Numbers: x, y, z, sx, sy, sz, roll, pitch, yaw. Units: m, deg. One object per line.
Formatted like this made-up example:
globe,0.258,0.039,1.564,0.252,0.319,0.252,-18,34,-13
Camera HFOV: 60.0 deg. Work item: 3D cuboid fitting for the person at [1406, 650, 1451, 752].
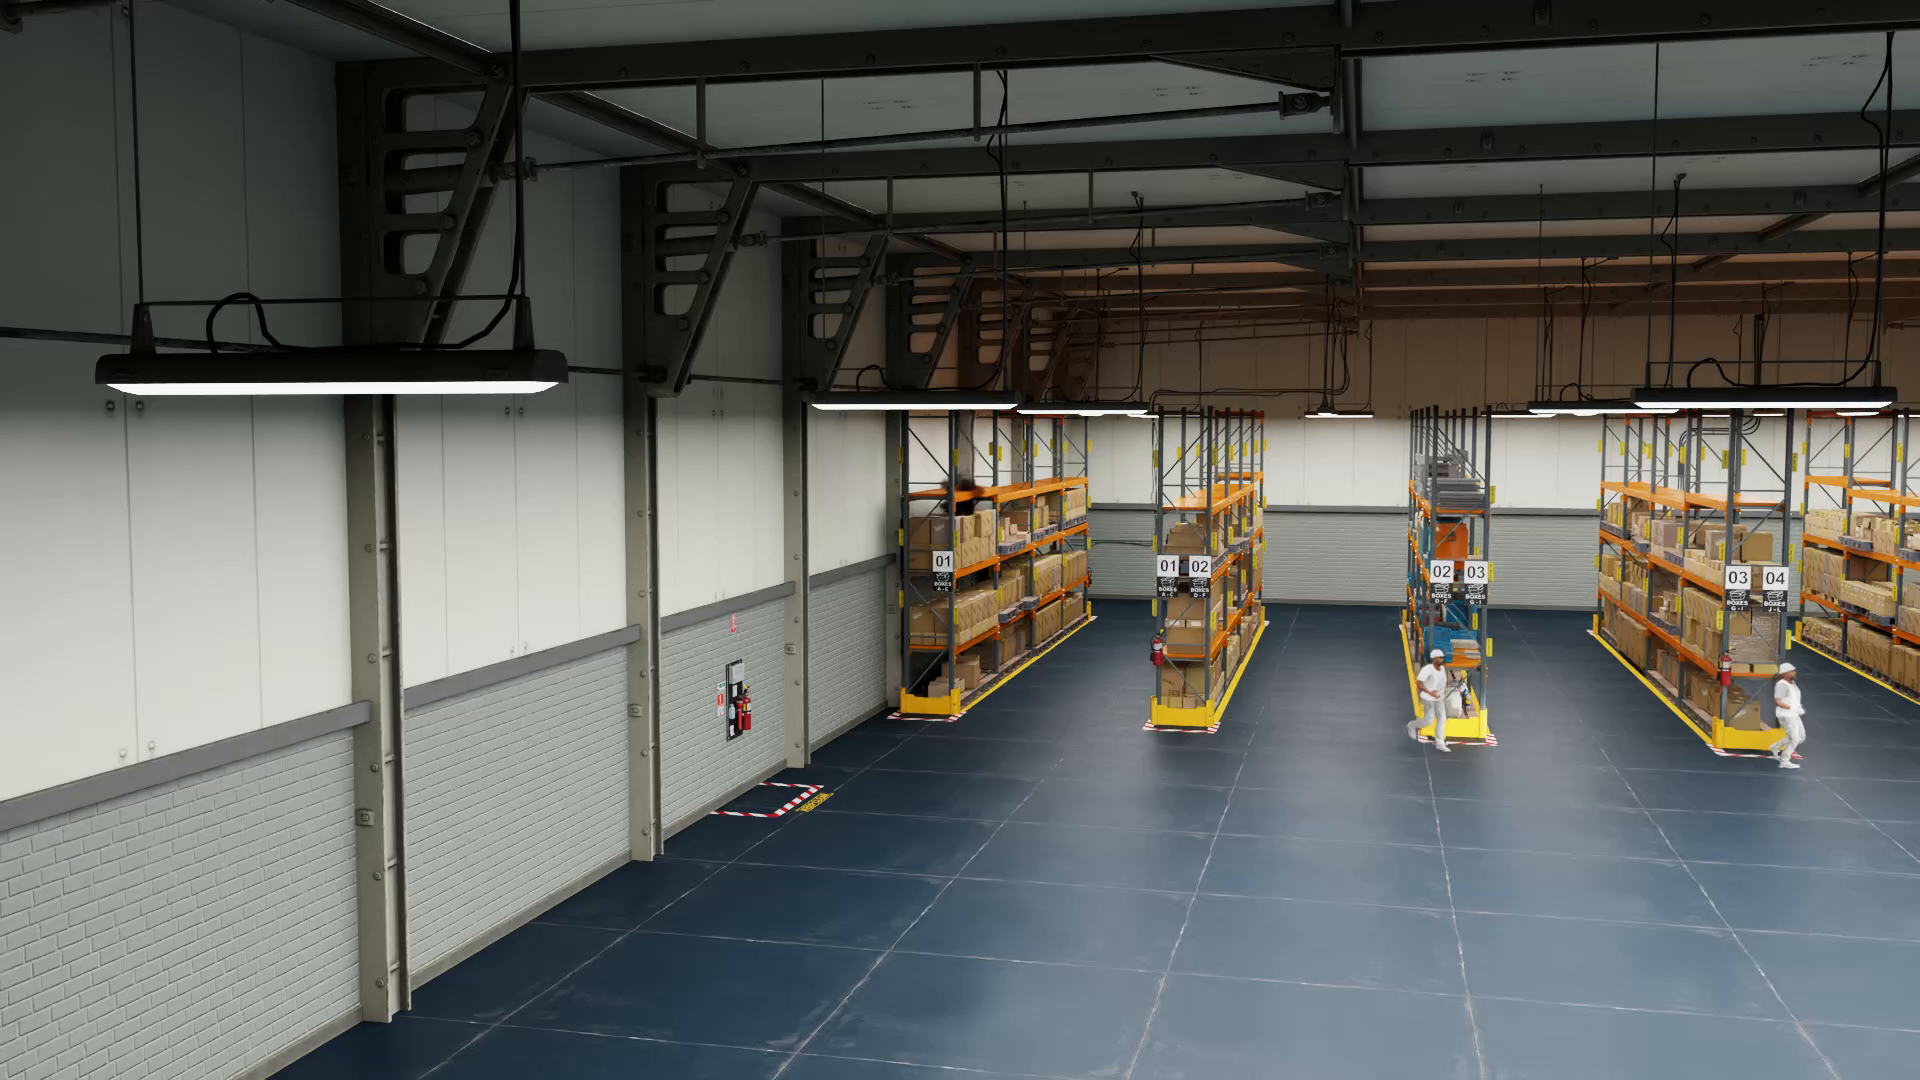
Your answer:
person,8.226,2.772,29.030,0.726,1.749,0.947,-3,5,-36

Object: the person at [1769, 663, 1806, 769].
person,13.636,2.889,27.372,0.617,1.732,0.674,4,6,42
